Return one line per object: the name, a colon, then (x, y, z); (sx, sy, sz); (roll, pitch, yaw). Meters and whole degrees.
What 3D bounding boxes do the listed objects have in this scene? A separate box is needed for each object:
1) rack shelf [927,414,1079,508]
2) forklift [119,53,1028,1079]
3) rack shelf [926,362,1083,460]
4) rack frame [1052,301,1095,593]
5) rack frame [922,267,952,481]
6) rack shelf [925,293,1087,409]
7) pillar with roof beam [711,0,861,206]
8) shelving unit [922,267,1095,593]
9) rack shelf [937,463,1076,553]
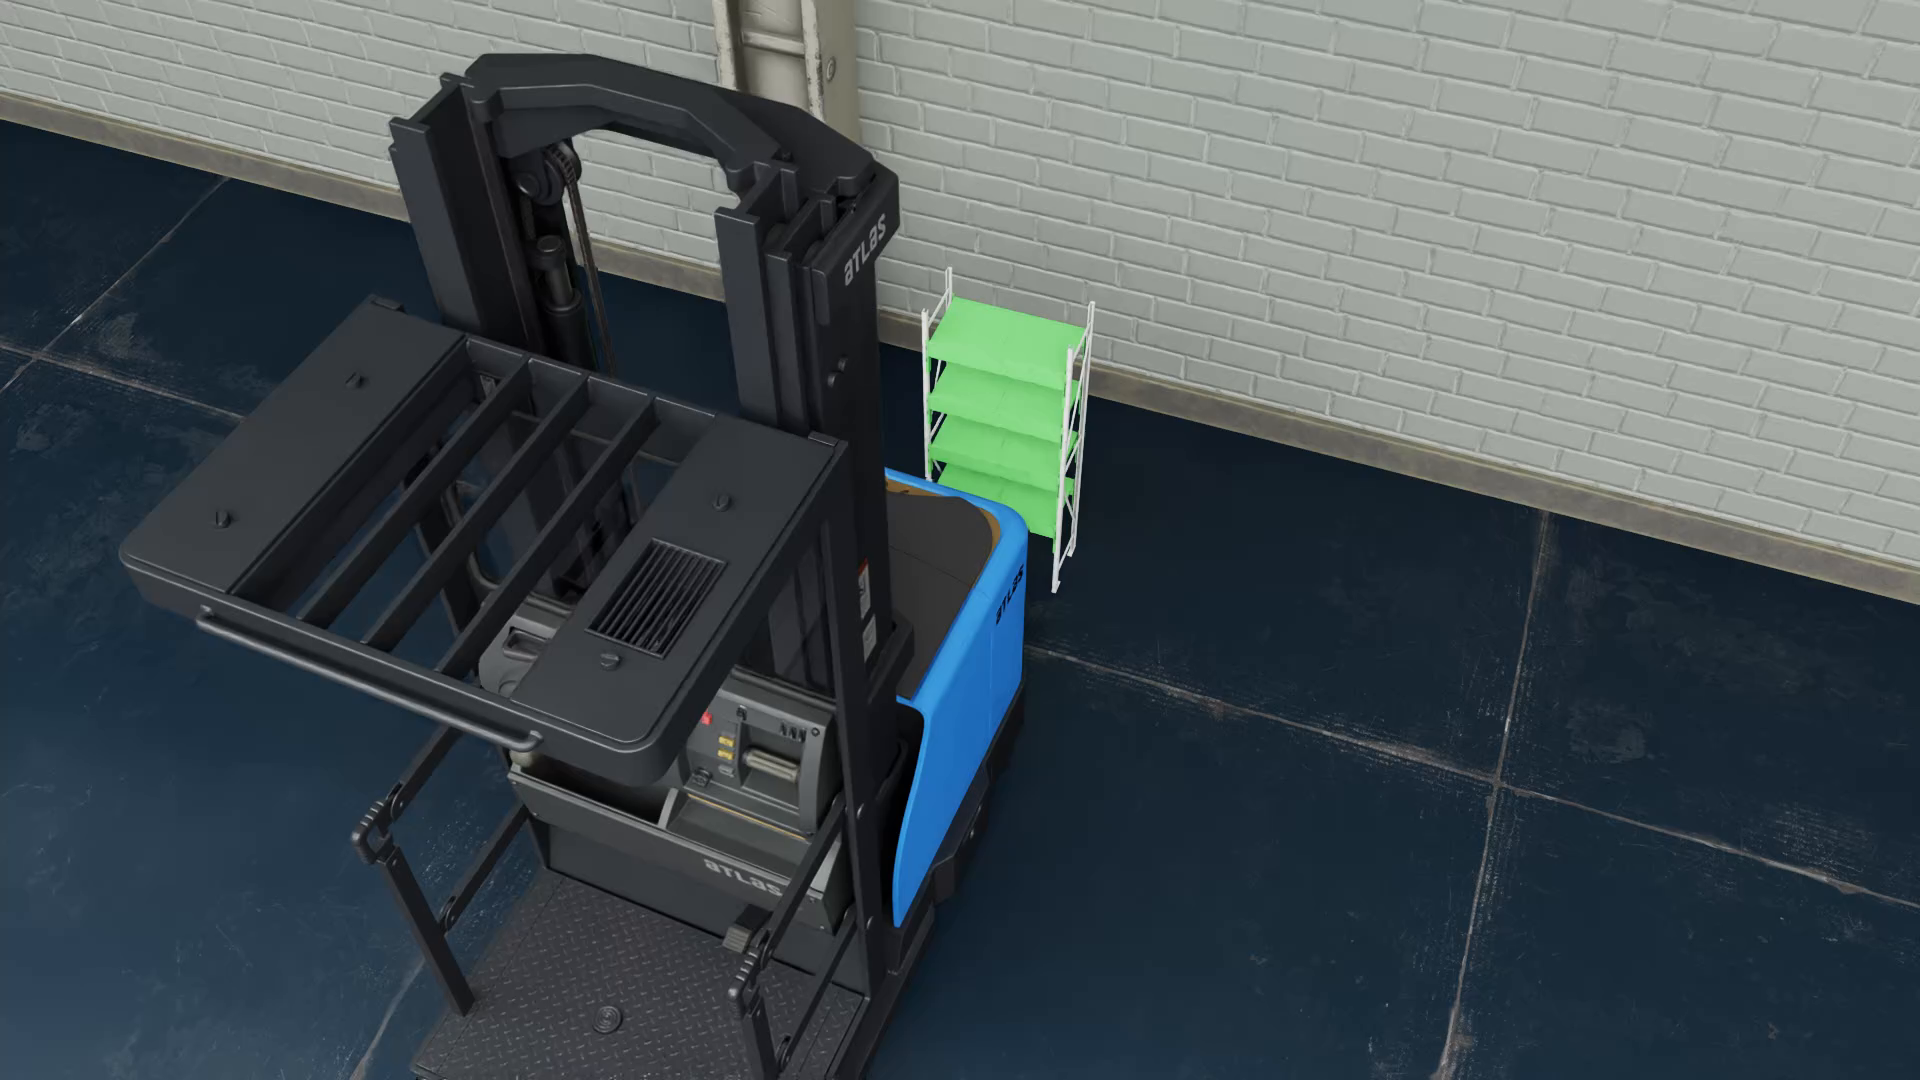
rack shelf: (0.155, -0.308, 5.807); (0.480, 0.148, 0.258); (16, 51, 13)
forklift: (-0.826, 0.542, 3.841); (1.130, 2.935, 3.031); (18, 51, 15)
rack shelf: (0.155, -0.465, 5.626); (0.480, 0.148, 0.258); (16, 51, 13)
rack frame: (0.384, -0.286, 5.704); (0.015, 1.200, 0.240); (16, 51, 13)
rack frame: (-0.074, -0.414, 5.814); (0.015, 1.200, 0.240); (16, 51, 13)
rack shelf: (0.155, -0.622, 5.445); (0.480, 0.148, 0.258); (16, 51, 13)
pillar with roof beam: (-2.104, -0.710, 0.910); (0.400, 9.000, 9.100); (16, 51, 13)
shelving unit: (0.155, -0.350, 5.759); (0.503, 1.200, 0.258); (16, 51, 13)
rack shelf: (0.155, -0.151, 5.989); (0.480, 0.148, 0.258); (16, 51, 13)
